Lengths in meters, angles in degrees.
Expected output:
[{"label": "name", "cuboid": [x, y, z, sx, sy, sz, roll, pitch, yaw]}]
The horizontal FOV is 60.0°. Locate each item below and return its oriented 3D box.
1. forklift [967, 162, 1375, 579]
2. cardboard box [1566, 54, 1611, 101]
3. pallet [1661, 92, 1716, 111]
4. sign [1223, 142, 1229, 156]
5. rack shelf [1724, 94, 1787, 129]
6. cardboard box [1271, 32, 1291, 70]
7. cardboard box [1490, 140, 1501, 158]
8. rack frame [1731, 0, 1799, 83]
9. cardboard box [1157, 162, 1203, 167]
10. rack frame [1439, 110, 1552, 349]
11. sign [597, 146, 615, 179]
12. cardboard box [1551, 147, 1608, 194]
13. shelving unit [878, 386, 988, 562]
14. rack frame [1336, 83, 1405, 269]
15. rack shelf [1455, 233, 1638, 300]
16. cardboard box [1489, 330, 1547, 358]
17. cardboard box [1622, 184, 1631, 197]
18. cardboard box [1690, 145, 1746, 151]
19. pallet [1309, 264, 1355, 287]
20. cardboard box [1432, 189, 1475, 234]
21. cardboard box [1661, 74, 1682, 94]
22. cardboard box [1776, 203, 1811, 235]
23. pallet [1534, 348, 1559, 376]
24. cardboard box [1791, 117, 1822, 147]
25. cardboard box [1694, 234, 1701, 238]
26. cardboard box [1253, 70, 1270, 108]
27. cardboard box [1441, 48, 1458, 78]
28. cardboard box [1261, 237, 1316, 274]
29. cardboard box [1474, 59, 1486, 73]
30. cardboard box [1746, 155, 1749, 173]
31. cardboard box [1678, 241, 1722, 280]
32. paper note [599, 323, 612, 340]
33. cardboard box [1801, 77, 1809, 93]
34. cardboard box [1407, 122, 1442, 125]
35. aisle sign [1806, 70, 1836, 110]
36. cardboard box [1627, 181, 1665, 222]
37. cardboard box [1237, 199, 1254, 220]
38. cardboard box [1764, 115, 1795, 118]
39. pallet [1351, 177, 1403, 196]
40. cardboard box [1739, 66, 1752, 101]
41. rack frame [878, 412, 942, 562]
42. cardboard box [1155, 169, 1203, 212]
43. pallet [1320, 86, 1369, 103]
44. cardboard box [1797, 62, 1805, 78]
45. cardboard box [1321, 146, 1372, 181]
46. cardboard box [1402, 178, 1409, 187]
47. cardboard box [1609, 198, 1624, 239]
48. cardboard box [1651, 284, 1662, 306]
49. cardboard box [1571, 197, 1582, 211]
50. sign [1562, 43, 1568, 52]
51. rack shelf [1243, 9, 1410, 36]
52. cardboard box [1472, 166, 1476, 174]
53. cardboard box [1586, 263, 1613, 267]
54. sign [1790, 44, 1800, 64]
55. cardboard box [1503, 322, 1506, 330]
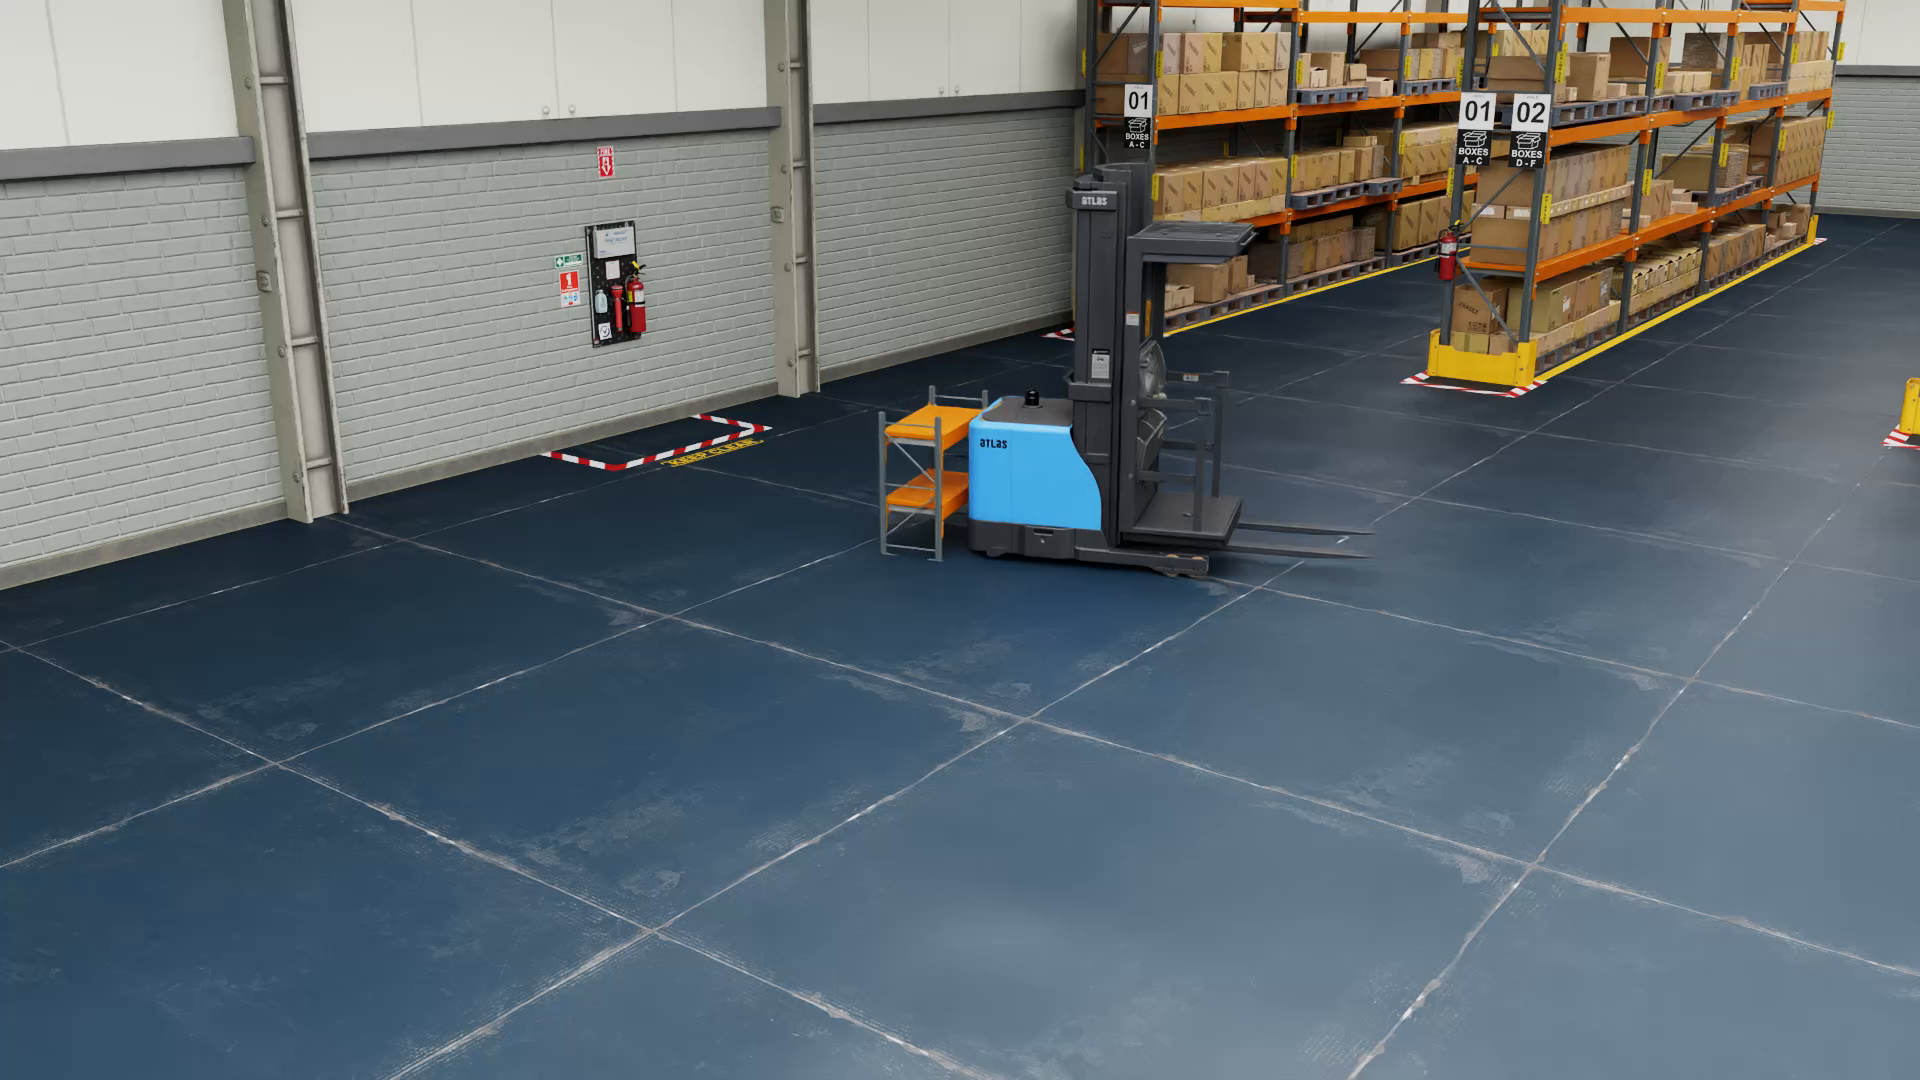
[{"label": "forklift", "cuboid": [1.628, -1.285, 12.440, 3.031, 2.935, 1.130, 5, 18, 15]}, {"label": "cardboard box", "cuboid": [7.241, -5.403, 19.413, 0.500, 0.500, 0.500, 12, 21, 35]}, {"label": "pallet", "cuboid": [9.802, -6.111, 23.126, 1.003, 0.211, 1.213, 14, 22, 37]}, {"label": "sign", "cuboid": [3.987, -5.785, 24.863, 0.100, 0.325, 0.005, 12, 21, 35]}, {"label": "rack shelf", "cuboid": [11.991, -6.779, 26.170, 1.077, 0.370, 4.000, 12, 21, 35]}, {"label": "cardboard box", "cuboid": [4.354, -6.935, 23.572, 0.500, 0.500, 0.500, 10, 20, 30]}, {"label": "cardboard box", "cuboid": [9.538, -7.310, 31.220, 0.980, 0.700, 0.700, 13, 21, 36]}, {"label": "rack frame", "cuboid": [13.182, -9.031, 27.152, 1.000, 3.000, 0.127, 12, 21, 35]}, {"label": "cardboard box", "cuboid": [3.074, -4.990, 23.210, 0.500, 0.500, 0.500, 13, 21, 35]}, {"label": "rack frame", "cuboid": [6.032, -3.308, 18.838, 1.000, 3.000, 0.127, 12, 21, 35]}, {"label": "sign", "cuboid": [-3.389, -3.614, 15.914, 0.001, 0.298, 0.199, 12, 21, 35]}, {"label": "cardboard box", "cuboid": [7.557, -4.581, 20.583, 0.700, 0.500, 0.500, 12, 21, 35]}, {"label": "shelving unit", "cuboid": [-0.195, -0.543, 13.096, 0.538, 1.125, 1.048, 7, 18, 20]}, {"label": "rack frame", "cuboid": [6.818, -6.088, 27.790, 1.000, 3.000, 0.127, 12, 21, 35]}, {"label": "rack shelf", "cuboid": [7.224, -3.441, 20.479, 1.077, 0.370, 4.000, 12, 21, 35]}, {"label": "cardboard box", "cuboid": [6.530, -2.284, 19.468, 0.500, 0.250, 0.500, 12, 21, 35]}, {"label": "cardboard box", "cuboid": [8.426, -4.516, 21.464, 0.380, 0.149, 0.250, 12, 21, 35]}, {"label": "cardboard box", "cuboid": [12.362, -6.166, 27.165, 0.500, 0.500, 0.700, -16, 23, -42]}, {"label": "pallet", "cuboid": [5.624, -4.281, 26.673, 1.003, 0.211, 1.213, 12, 21, 35]}, {"label": "cardboard box", "cuboid": [8.919, -6.037, 30.542, 0.750, 0.750, 0.750, 13, 21, 35]}, {"label": "cardboard box", "cuboid": [9.604, -6.267, 22.853, 0.500, 0.250, 0.500, 10, 20, 30]}, {"label": "cardboard box", "cuboid": [15.439, -5.962, 30.858, 0.500, 0.500, 0.500, 12, 21, 35]}, {"label": "pallet", "cuboid": [6.454, -2.166, 19.862, 1.003, 0.211, 1.213, 12, 21, 35]}, {"label": "cardboard box", "cuboid": [15.221, -7.369, 30.061, 0.500, 0.500, 0.500, 13, 22, 36]}, {"label": "cardboard box", "cuboid": [11.476, -4.617, 26.527, 0.500, 0.500, 0.500, 12, 21, 33]}, {"label": "cardboard box", "cuboid": [4.021, -6.343, 23.351, 0.500, 0.500, 0.500, 10, 20, 30]}, {"label": "cardboard box", "cuboid": [8.310, -8.397, 29.256, 0.700, 0.500, 0.500, 12, 21, 34]}, {"label": "cardboard box", "cuboid": [5.128, -4.462, 26.026, 0.700, 0.500, 0.500, 12, 21, 34]}, {"label": "cardboard box", "cuboid": [9.825, -8.768, 30.738, 0.500, 0.250, 0.500, 12, 21, 35]}, {"label": "cardboard box", "cuboid": [13.274, -6.378, 28.556, 0.500, 0.500, 0.500, 13, 21, 36]}, {"label": "cardboard box", "cuboid": [11.300, -4.288, 25.466, 0.500, 0.500, 0.500, 14, 22, 37]}, {"label": "paper note", "cuboid": [-3.465, -2.040, 16.242, 0.016, 0.148, 0.142, 12, 21, 35]}, {"label": "cardboard box", "cuboid": [14.271, -7.836, 28.615, 0.500, 0.250, 0.500, 12, 21, 35]}, {"label": "cardboard box", "cuboid": [8.412, -7.409, 30.075, 0.500, 0.250, 0.500, 13, 21, 35]}, {"label": "aisle sign", "cuboid": [15.852, -8.322, 30.602, 0.394, 0.787, 0.004, 12, 21, 35]}, {"label": "cardboard box", "cuboid": [9.499, -4.733, 23.259, 0.500, 0.500, 0.500, 12, 21, 35]}, {"label": "cardboard box", "cuboid": [3.805, -4.667, 23.433, 0.500, 0.250, 0.500, 12, 21, 34]}, {"label": "cardboard box", "cuboid": [15.089, -7.585, 30.756, 0.500, 0.500, 0.500, 13, 22, 36]}, {"label": "pallet", "cuboid": [6.479, -5.808, 27.211, 1.213, 0.211, 1.003, 12, 21, 35]}, {"label": "cardboard box", "cuboid": [11.646, -7.049, 25.658, 0.910, 0.500, 0.500, 12, 21, 35]}, {"label": "rack frame", "cuboid": [-0.377, -0.402, 12.643, 0.500, 1.125, 0.032, 7, 18, 20]}, {"label": "cardboard box", "cuboid": [2.880, -4.655, 22.130, 0.500, 0.500, 0.500, 12, 21, 35]}, {"label": "pallet", "cuboid": [5.504, -6.854, 25.515, 1.213, 0.211, 1.003, 12, 21, 35]}, {"label": "cardboard box", "cuboid": [13.968, -7.957, 28.161, 0.500, 0.250, 0.500, 12, 21, 35]}, {"label": "cardboard box", "cuboid": [6.235, -6.094, 26.899, 0.700, 0.500, 0.500, 10, 20, 30]}, {"label": "cardboard box", "cuboid": [7.358, -6.073, 28.133, 0.380, 0.149, 0.250, 13, 21, 35]}, {"label": "cardboard box", "cuboid": [8.156, -4.202, 21.547, 0.700, 0.500, 0.500, 12, 21, 33]}, {"label": "cardboard box", "cuboid": [9.467, -3.446, 23.210, 0.500, 0.250, 0.500, 12, 21, 33]}, {"label": "cardboard box", "cuboid": [7.205, -4.028, 19.894, 0.380, 0.149, 0.250, 12, 21, 34]}, {"label": "sign", "cuboid": [12.013, -9.712, 33.042, 0.100, 0.325, 0.005, 12, 21, 35]}, {"label": "rack shelf", "cuboid": [5.627, -7.942, 25.532, 1.077, 0.370, 4.000, 12, 21, 35]}, {"label": "cardboard box", "cuboid": [9.228, -6.800, 30.472, 0.380, 0.149, 0.250, 13, 21, 35]}, {"label": "cardboard box", "cuboid": [8.732, -3.688, 23.045, 0.500, 0.311, 0.500, 13, 22, 36]}, {"label": "sign", "cuboid": [13.630, -7.936, 27.149, 0.100, 0.325, 0.005, 12, 21, 35]}, {"label": "cardboard box", "cuboid": [6.403, -2.496, 20.153, 0.500, 0.250, 0.500, 12, 21, 35]}]
